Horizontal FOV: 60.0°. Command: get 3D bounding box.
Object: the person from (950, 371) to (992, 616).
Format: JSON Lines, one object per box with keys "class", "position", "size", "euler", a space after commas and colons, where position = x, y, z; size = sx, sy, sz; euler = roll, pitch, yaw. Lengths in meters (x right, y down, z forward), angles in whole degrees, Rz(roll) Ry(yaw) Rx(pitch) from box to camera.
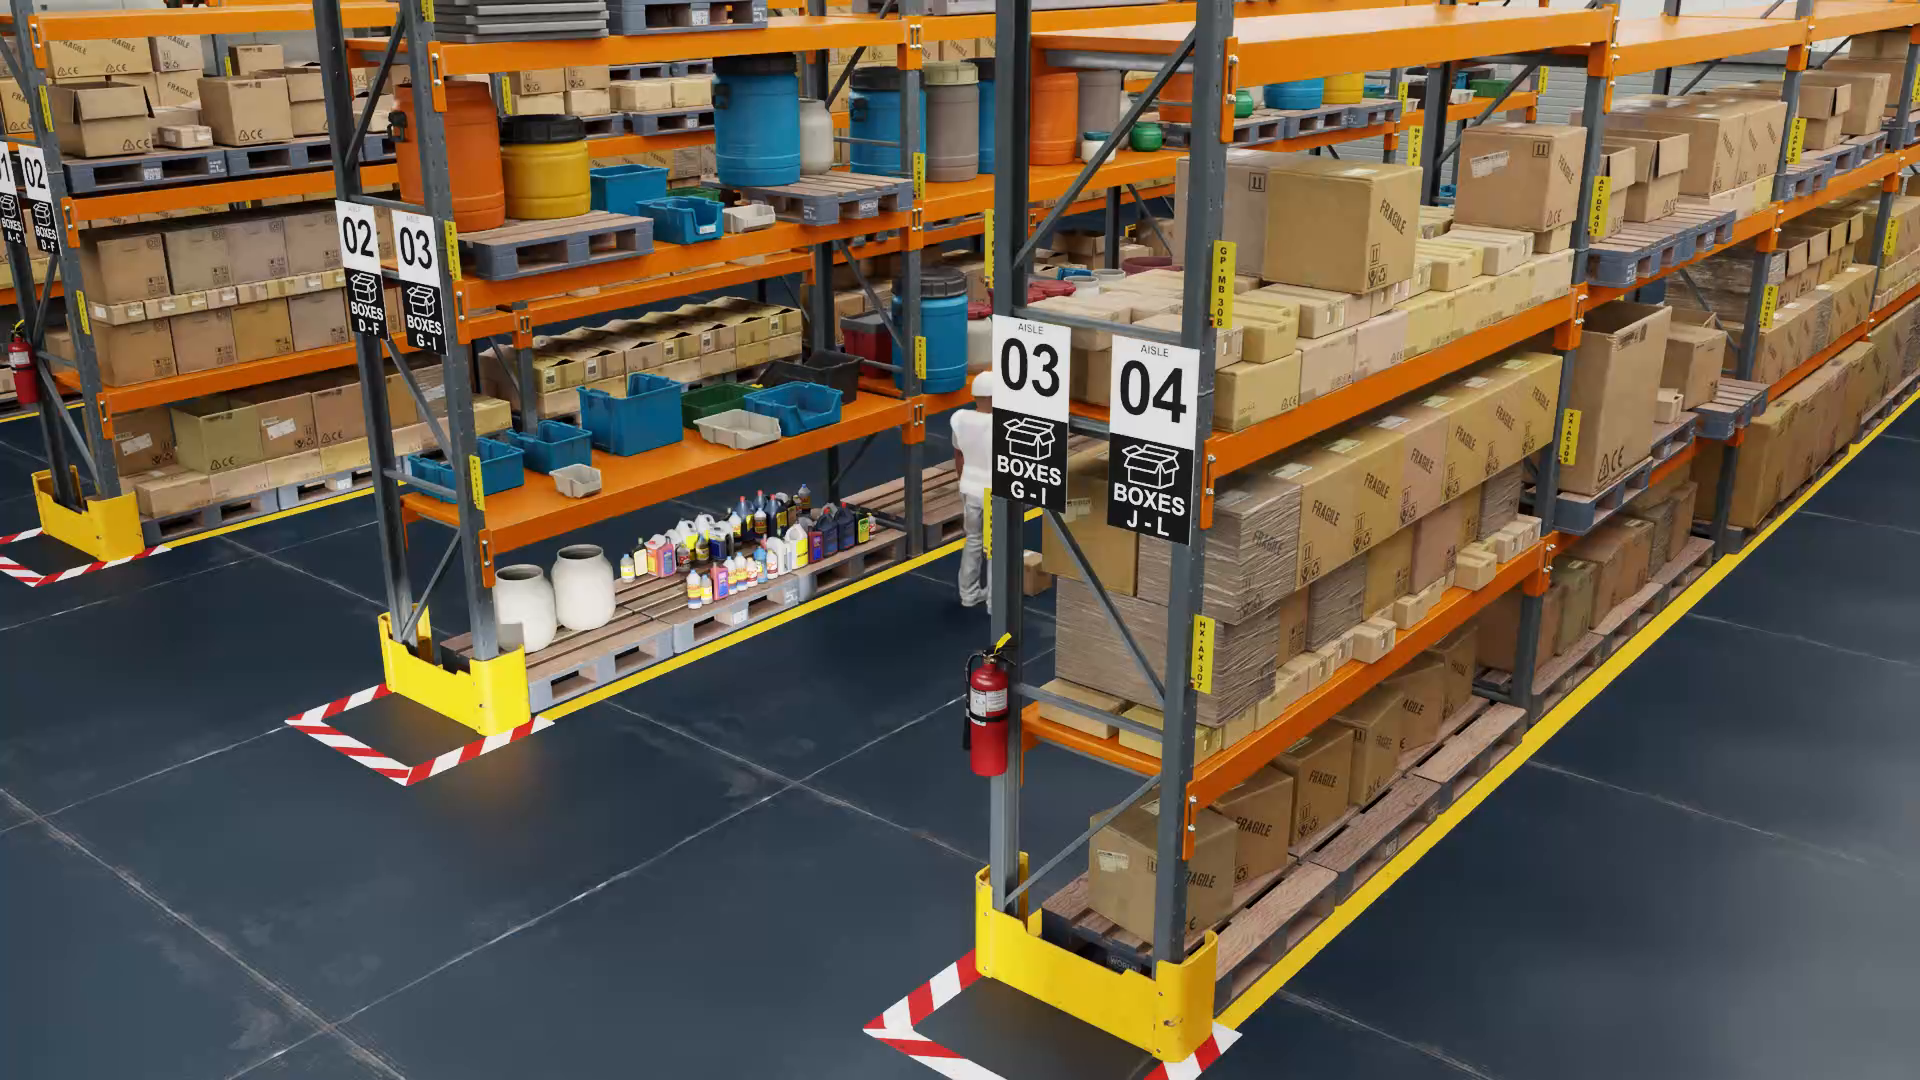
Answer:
{"class": "person", "position": [0.196, -0.347, 11.997], "size": [0.545, 1.782, 0.359], "euler": [16, 26, 38]}
